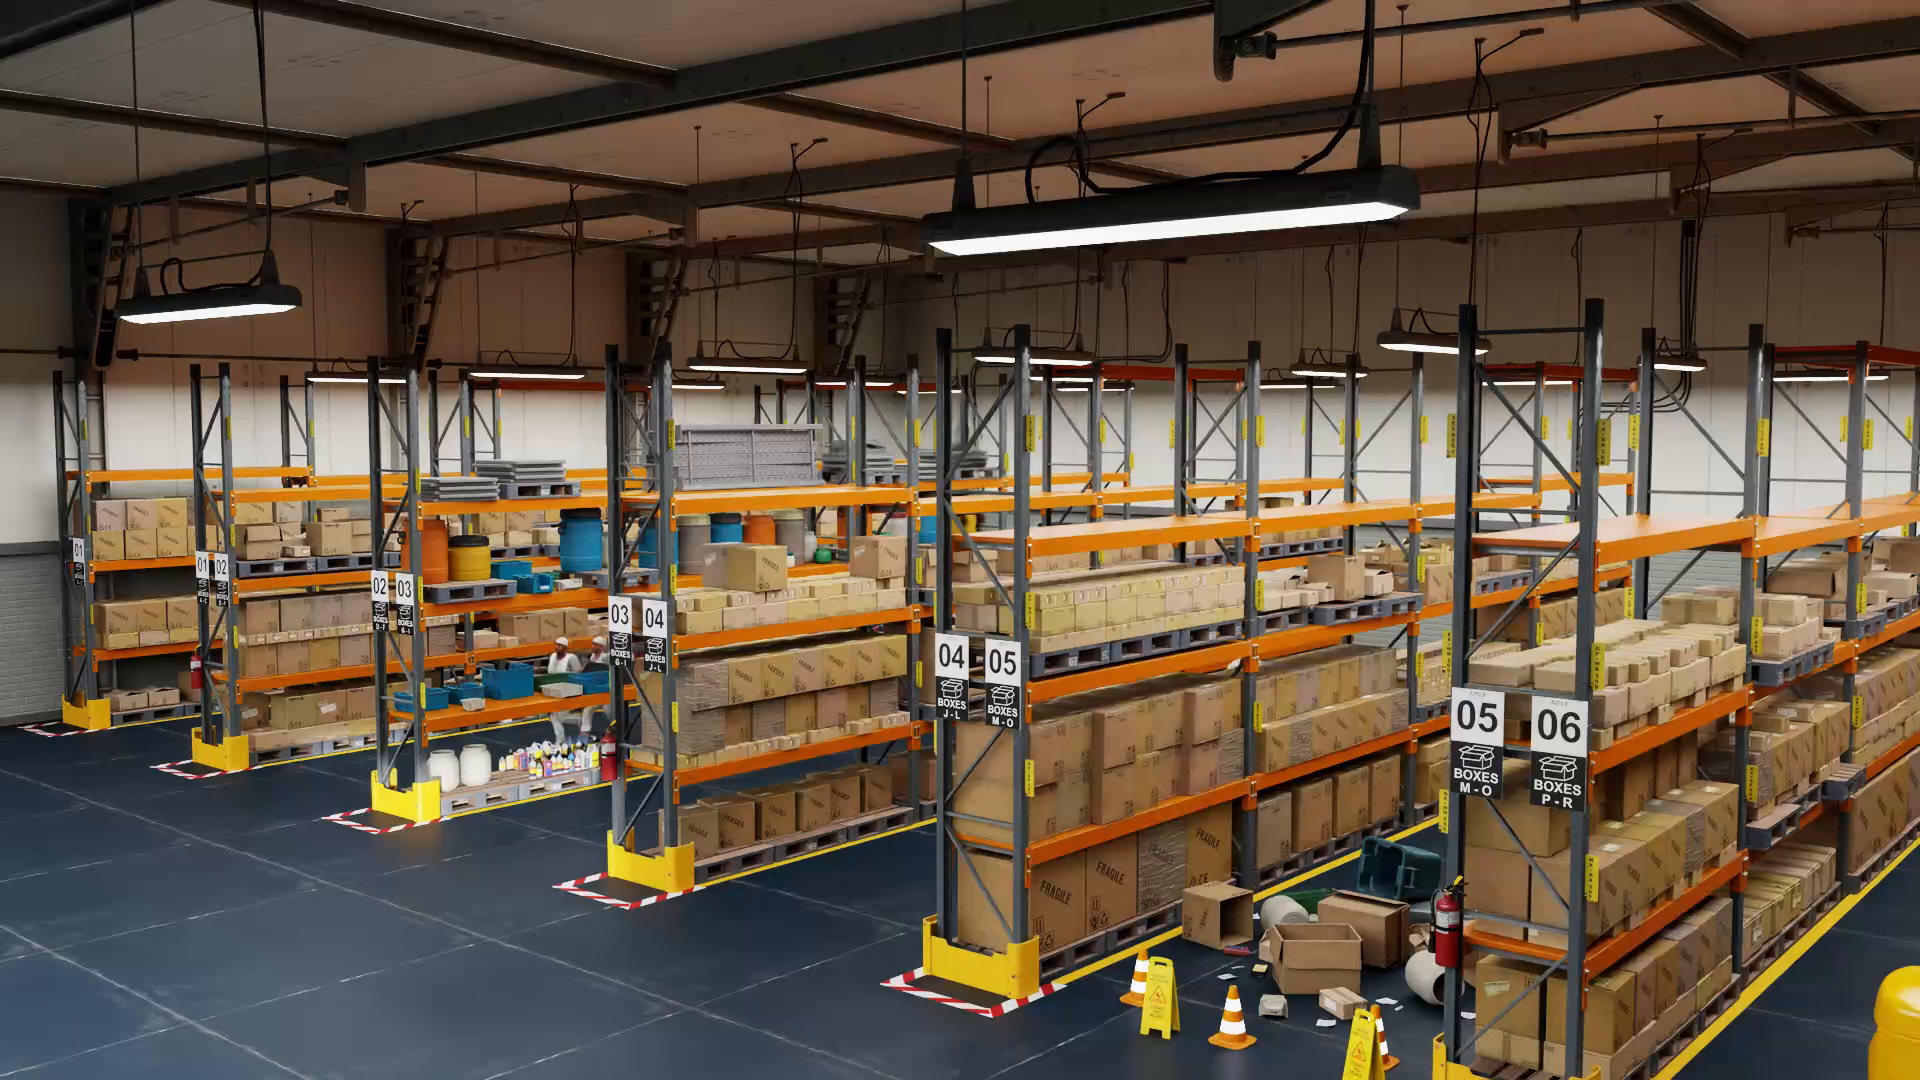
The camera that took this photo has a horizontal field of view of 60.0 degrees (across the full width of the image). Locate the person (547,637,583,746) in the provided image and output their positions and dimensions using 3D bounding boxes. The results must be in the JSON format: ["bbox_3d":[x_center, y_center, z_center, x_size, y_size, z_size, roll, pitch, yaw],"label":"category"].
[{"bbox_3d":[-6.258,2.399,26.327,0.677,1.756,0.696,3,5,31],"label":"person"}]

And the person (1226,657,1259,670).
[{"bbox_3d":[4.316,2.454,25.213,0.664,1.844,0.847,3,5,34],"label":"person"}]

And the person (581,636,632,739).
[{"bbox_3d":[-5.601,2.395,26.103,0.623,1.790,1.172,3,5,33],"label":"person"}]
